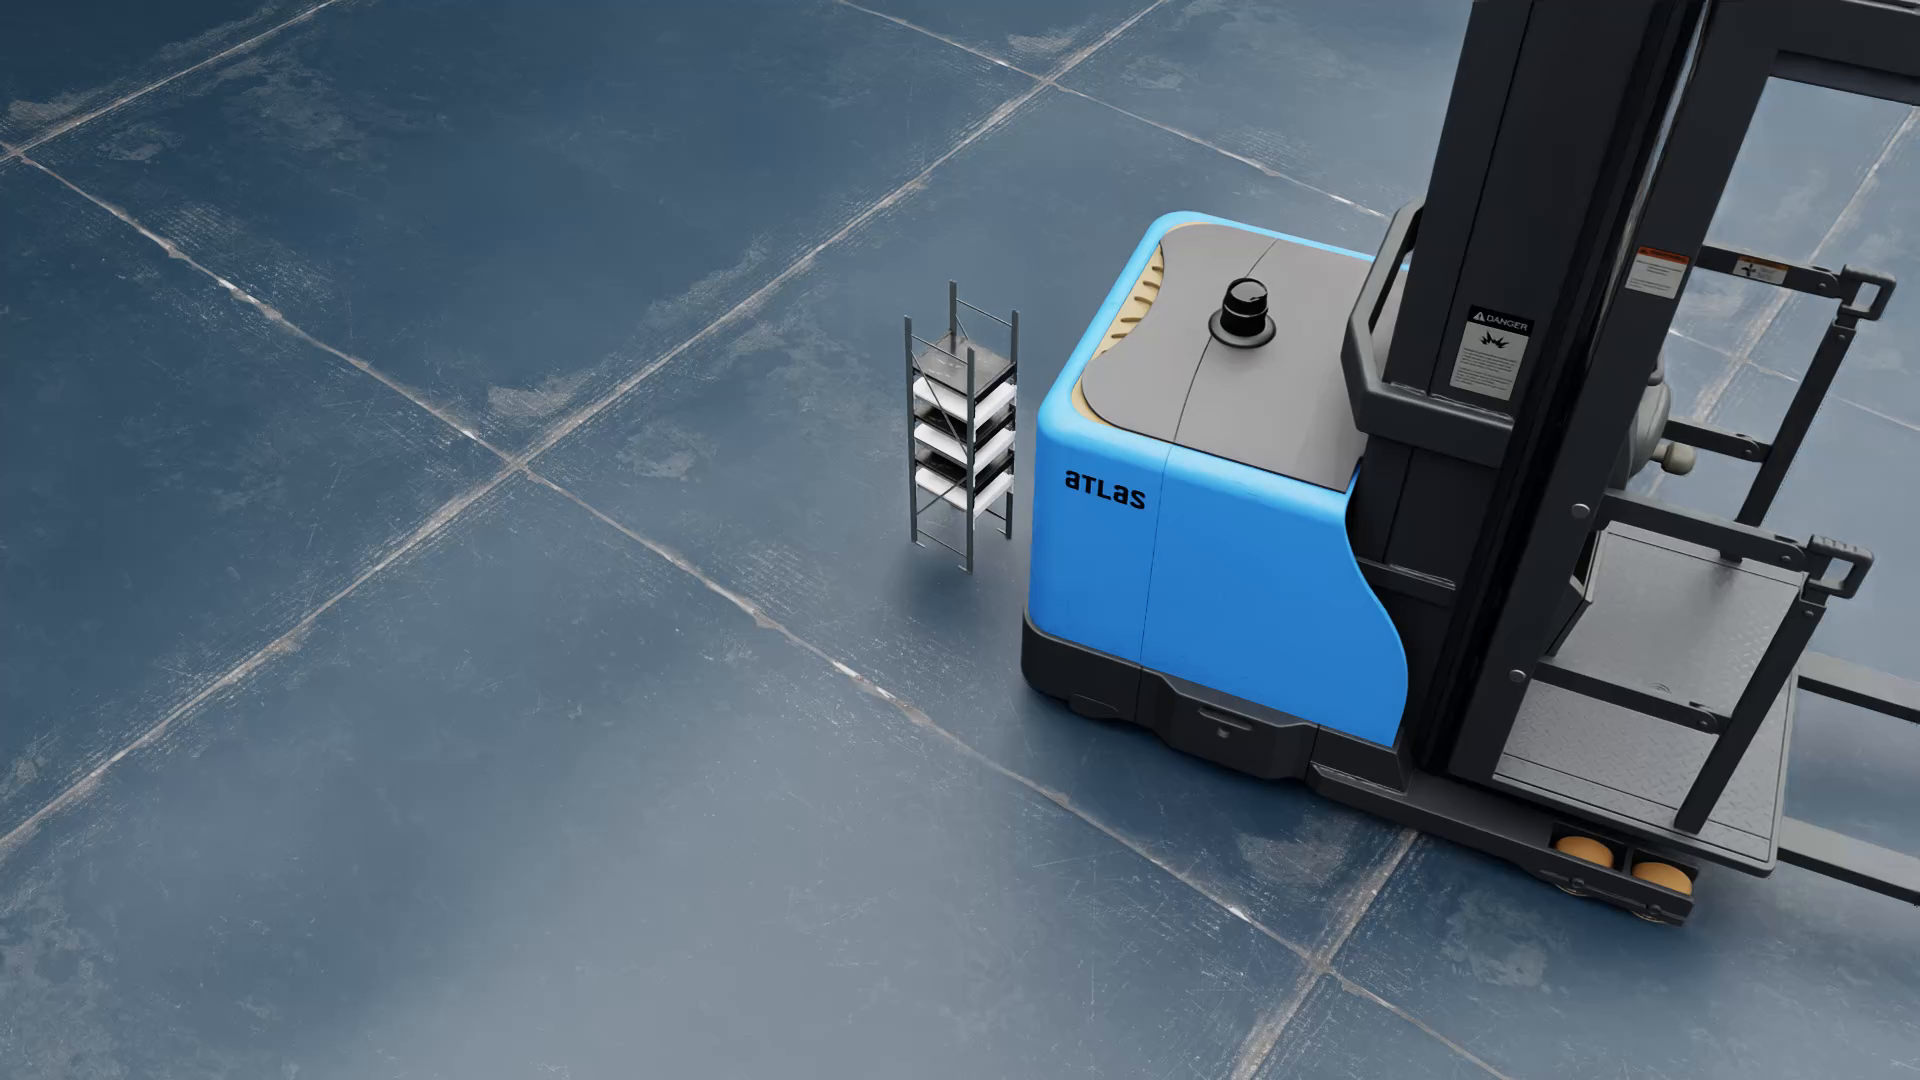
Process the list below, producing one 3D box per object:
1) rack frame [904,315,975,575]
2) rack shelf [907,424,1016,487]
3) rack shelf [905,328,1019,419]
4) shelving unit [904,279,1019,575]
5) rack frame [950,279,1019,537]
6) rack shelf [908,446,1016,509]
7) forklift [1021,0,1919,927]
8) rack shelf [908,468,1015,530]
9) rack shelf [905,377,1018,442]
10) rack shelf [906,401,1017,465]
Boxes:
[{"bbox_3d":[-0.057,-0.257,4.873,0.240,0.900,0.006,29,53,25],"label":"rack frame"},{"bbox_3d":[0.005,-0.292,4.953,0.258,0.077,0.200,29,53,25],"label":"rack shelf"},{"bbox_3d":[0.005,-0.479,4.758,0.258,0.077,0.200,29,53,25],"label":"rack shelf"},{"bbox_3d":[0.005,-0.315,4.929,0.258,0.900,0.210,29,53,25],"label":"shelving unit"},{"bbox_3d":[0.067,-0.374,4.985,0.240,0.900,0.006,29,53,25],"label":"rack frame"},{"bbox_3d":[0.005,-0.230,5.018,0.258,0.077,0.200,29,53,25],"label":"rack shelf"},{"bbox_3d":[1.739,-0.465,3.667,3.031,2.935,1.130,18,49,16],"label":"forklift"},{"bbox_3d":[0.005,-0.168,5.083,0.258,0.077,0.200,29,53,25],"label":"rack shelf"},{"bbox_3d":[0.005,-0.417,4.823,0.258,0.077,0.200,29,53,25],"label":"rack shelf"},{"bbox_3d":[0.005,-0.355,4.888,0.258,0.077,0.200,29,53,25],"label":"rack shelf"}]
